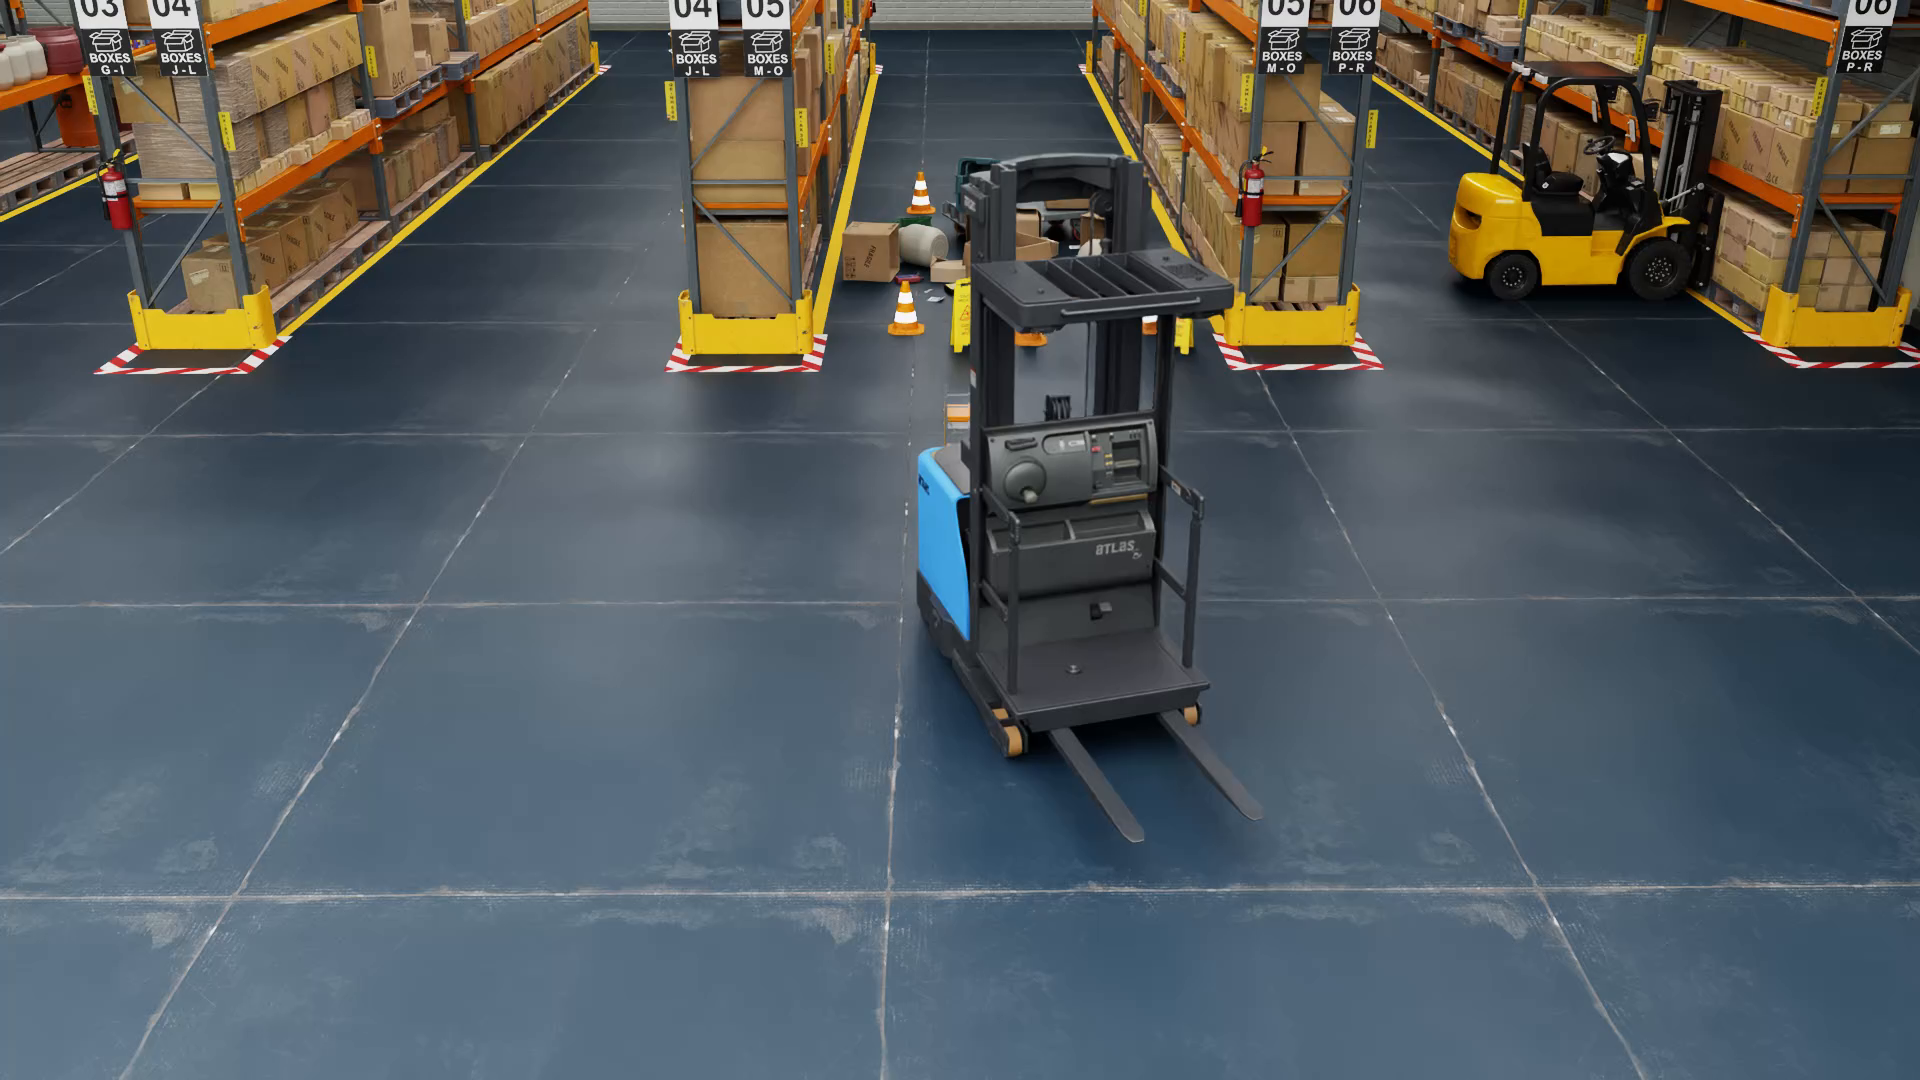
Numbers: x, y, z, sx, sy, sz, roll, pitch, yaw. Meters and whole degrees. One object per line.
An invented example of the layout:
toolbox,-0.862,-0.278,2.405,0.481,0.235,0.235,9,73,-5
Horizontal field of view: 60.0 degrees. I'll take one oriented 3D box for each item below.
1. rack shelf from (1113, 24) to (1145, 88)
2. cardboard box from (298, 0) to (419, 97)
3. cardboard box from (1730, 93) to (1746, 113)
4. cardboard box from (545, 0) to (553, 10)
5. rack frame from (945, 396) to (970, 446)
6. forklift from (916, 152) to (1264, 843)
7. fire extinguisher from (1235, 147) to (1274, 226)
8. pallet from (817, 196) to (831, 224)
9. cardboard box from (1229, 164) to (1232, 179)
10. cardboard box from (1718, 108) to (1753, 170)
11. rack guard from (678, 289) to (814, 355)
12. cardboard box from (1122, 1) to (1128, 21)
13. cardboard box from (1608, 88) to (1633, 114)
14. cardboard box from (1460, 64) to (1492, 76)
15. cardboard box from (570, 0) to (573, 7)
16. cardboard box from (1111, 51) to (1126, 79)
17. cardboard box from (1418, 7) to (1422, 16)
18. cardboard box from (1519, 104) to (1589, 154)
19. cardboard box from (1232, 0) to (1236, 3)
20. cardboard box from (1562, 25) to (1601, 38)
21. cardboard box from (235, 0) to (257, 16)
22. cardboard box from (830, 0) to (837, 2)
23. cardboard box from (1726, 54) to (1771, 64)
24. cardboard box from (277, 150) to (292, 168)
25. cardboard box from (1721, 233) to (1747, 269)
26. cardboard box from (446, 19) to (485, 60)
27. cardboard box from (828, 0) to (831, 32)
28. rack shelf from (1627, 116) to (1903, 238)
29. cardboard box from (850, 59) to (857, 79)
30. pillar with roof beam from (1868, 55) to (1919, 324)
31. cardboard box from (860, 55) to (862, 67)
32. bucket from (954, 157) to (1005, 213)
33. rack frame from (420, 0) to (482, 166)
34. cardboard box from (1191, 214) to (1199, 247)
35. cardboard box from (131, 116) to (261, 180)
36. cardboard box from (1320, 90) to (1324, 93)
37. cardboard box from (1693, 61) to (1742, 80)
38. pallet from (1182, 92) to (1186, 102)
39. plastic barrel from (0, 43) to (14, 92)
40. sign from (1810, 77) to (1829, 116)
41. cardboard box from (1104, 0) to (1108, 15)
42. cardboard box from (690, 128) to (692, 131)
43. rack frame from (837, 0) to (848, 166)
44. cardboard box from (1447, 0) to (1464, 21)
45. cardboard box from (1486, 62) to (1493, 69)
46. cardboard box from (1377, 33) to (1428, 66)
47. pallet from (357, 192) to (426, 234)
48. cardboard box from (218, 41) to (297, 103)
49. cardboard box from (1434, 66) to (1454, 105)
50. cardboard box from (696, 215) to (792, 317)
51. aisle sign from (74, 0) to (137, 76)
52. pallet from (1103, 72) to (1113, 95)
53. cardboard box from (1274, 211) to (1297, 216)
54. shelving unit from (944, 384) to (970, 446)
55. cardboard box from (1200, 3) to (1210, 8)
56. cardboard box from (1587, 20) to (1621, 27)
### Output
rack shelf,2.921,-6.972,23.898,1.077,0.370,4.000,0,24,-1
cardboard box,-6.792,-5.576,18.700,1.000,1.000,1.000,0,24,0
cardboard box,7.671,-4.214,16.019,0.380,0.149,0.250,0,24,0
cardboard box,-6.754,-8.546,26.327,0.500,0.250,0.500,0,24,-1
rack frame,0.001,-0.450,10.971,0.200,1.050,0.008,0,24,-1
forklift,0.661,-0.379,8.531,1.130,2.935,3.031,-7,25,-16
fire extinguisher,2.570,-3.095,14.546,0.296,0.674,0.183,0,24,-1
pallet,-2.046,-3.811,19.419,1.003,0.211,1.213,0,24,-1
cardboard box,2.717,-3.427,15.493,0.380,0.149,0.250,-1,24,-1
cardboard box,7.723,-3.875,16.057,0.500,0.500,0.500,-1,24,-2
rack guard,-1.919,-1.966,14.991,1.175,0.500,0.348,0,24,-1
cardboard box,2.634,-7.678,24.162,0.500,0.250,0.500,0,24,0
cardboard box,7.682,-4.989,18.824,0.500,0.250,0.500,0,24,1
cardboard box,7.711,-7.014,24.856,0.380,0.149,0.250,-1,24,-1
cardboard box,-6.709,-9.047,27.918,0.380,0.149,0.250,-1,24,-2
cardboard box,2.989,-7.776,27.403,0.875,0.438,0.875,-1,24,-2
cardboard box,7.579,-8.486,26.678,0.380,0.149,0.250,0,24,1
cardboard box,7.899,-5.352,21.815,0.875,0.625,0.625,1,24,1
cardboard box,2.760,-5.105,15.562,0.380,0.149,0.250,-1,24,-2
cardboard box,7.695,-6.281,20.589,0.380,0.149,0.250,0,24,0
cardboard box,-6.638,-4.845,14.865,0.500,0.250,0.500,-1,24,-2
cardboard box,-1.829,-7.383,23.008,0.380,0.149,0.250,1,24,2
cardboard box,8.233,-4.985,17.363,0.380,0.149,0.250,0,24,-1
cardboard box,-6.665,-3.654,15.993,0.380,0.149,0.250,0,24,-1
cardboard box,7.680,-2.775,15.966,0.500,0.250,0.500,0,24,-1
cardboard box,-6.700,-6.678,22.254,0.500,0.500,0.500,0,24,1
cardboard box,-2.011,-6.728,21.151,0.700,0.500,0.500,0,24,-1
rack shelf,7.971,-3.699,16.662,1.077,0.370,4.000,0,24,-1
cardboard box,-1.797,-6.936,24.561,0.500,0.250,0.500,1,24,2
pillar with roof beam,4.582,-6.208,14.056,9.100,9.000,0.400,0,24,-1
cardboard box,-1.789,-7.797,27.077,0.380,0.149,0.250,0,24,1
bucket,0.344,-3.919,18.403,0.726,0.611,0.620,8,16,18
rack frame,-6.967,-6.431,21.829,1.000,3.000,0.127,0,24,-1
cardboard box,2.740,-3.302,17.737,0.500,0.250,0.500,1,24,2
cardboard box,-6.858,-3.542,14.960,0.875,0.500,0.500,0,24,-1
cardboard box,3.272,-4.190,16.391,0.500,0.500,0.500,-1,24,-2
cardboard box,7.691,-4.769,16.886,0.380,0.149,0.250,-1,24,-1
pallet,3.123,-5.056,19.021,1.003,0.211,1.213,0,24,-1
plastic barrel,-11.680,-5.698,20.044,0.433,0.535,0.433,0,24,0
sign,7.450,-3.842,14.412,0.100,0.325,0.005,0,24,-1
cardboard box,2.607,-8.779,26.898,0.500,0.500,0.500,-1,24,-1
cardboard box,-1.996,-3.563,15.306,0.875,0.550,0.550,0,24,-1
rack frame,-2.006,-6.412,21.787,1.000,3.000,0.127,0,24,-1
cardboard box,7.649,-7.971,24.603,0.700,0.500,0.500,0,24,0
cardboard box,8.174,-7.137,25.126,0.380,0.149,0.250,0,24,0
cardboard box,7.730,-8.597,29.139,0.797,0.503,0.637,-1,24,-3
pallet,-6.933,-3.833,19.469,1.003,0.211,1.213,0,24,-1
cardboard box,-6.619,-4.411,15.668,0.500,0.500,0.500,0,24,-1
cardboard box,7.642,-7.000,25.611,0.500,0.500,0.500,1,24,2
cardboard box,-1.992,-2.618,15.466,0.875,0.875,0.875,0,24,0
aisle sign,-7.179,-4.292,13.946,0.394,0.787,0.004,0,24,-1
pallet,2.952,-7.671,27.955,1.003,0.211,1.213,0,24,-1
cardboard box,3.286,-3.018,16.200,0.500,0.500,0.500,-1,24,-3
shelving unit,-0.001,-0.500,11.082,0.215,1.050,0.252,0,24,-1
cardboard box,3.242,-6.449,20.877,0.500,0.500,0.500,-1,24,-1
cardboard box,8.168,-6.493,21.058,0.380,0.149,0.250,0,24,-1
